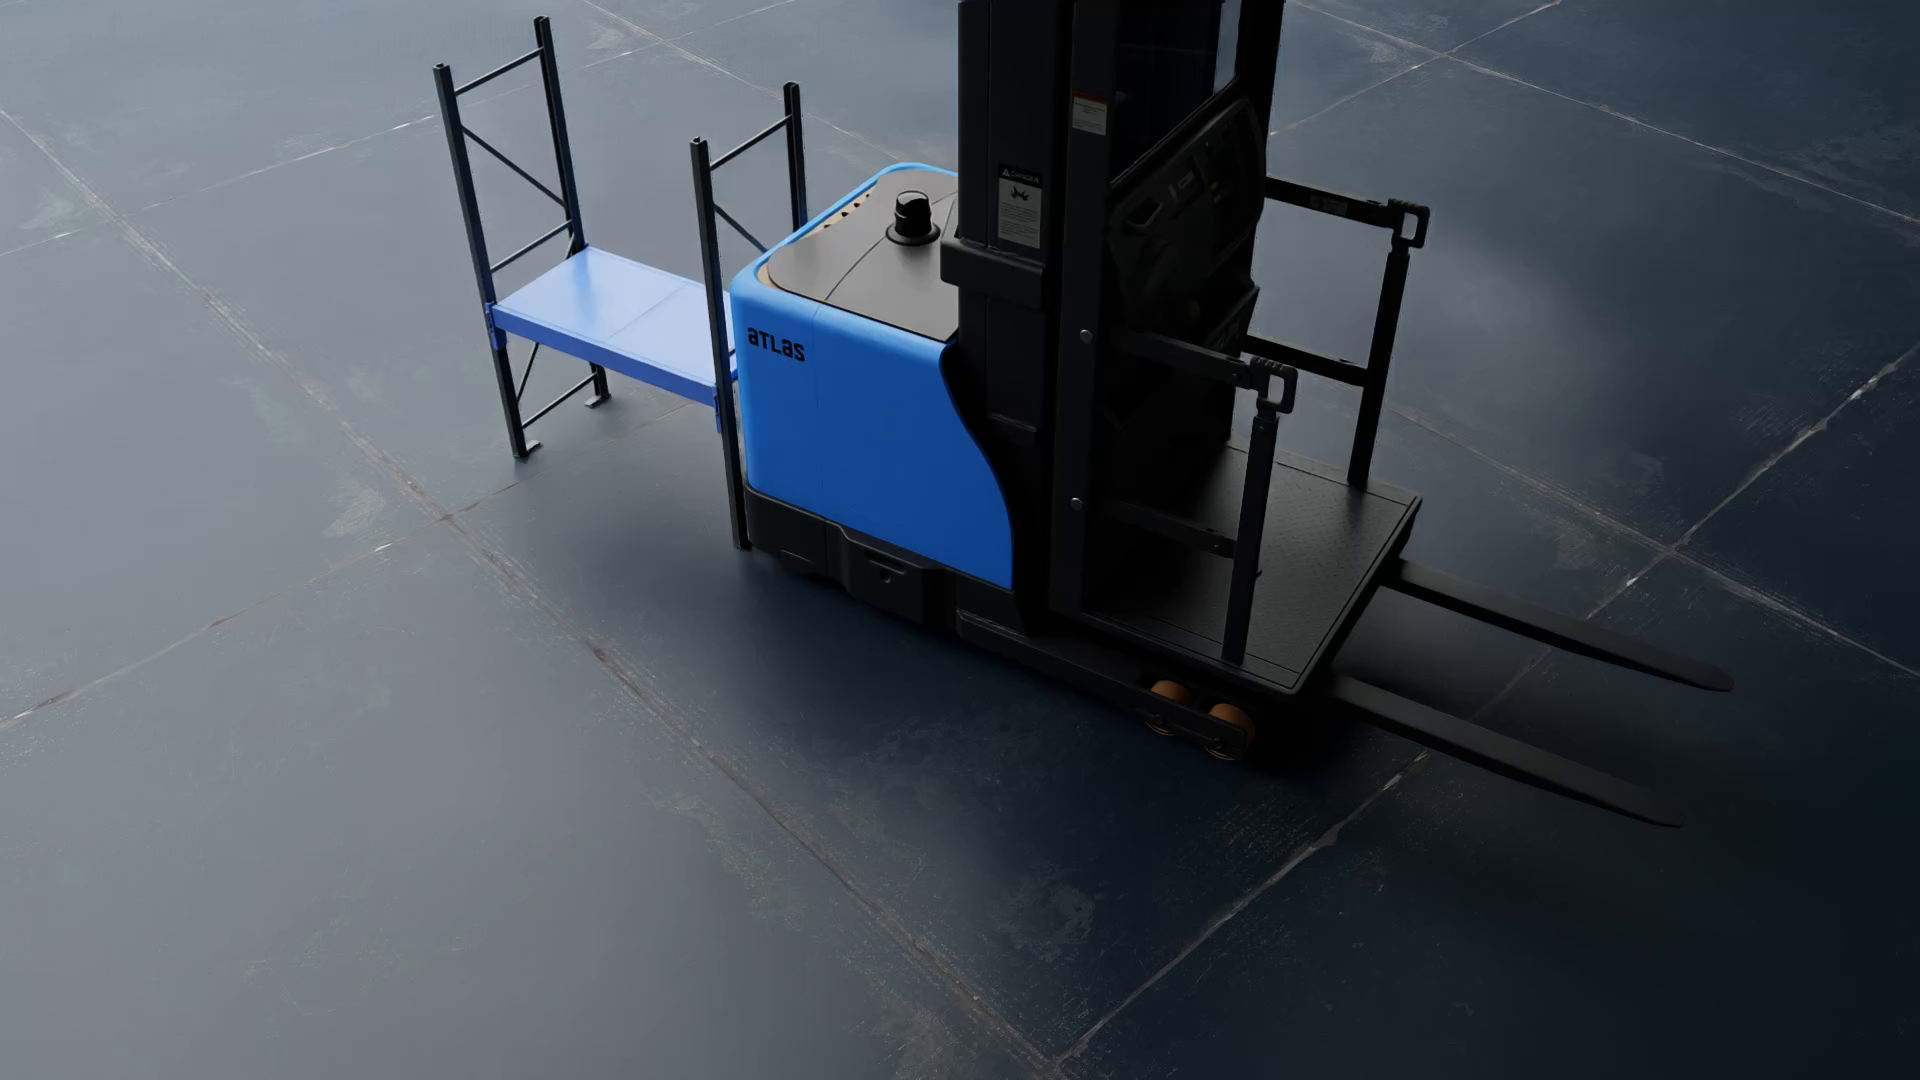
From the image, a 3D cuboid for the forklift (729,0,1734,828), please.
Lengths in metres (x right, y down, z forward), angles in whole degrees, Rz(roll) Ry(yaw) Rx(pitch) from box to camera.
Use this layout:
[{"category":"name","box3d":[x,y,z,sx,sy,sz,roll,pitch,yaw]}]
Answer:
[{"category":"forklift","box3d":[0.809,-0.871,4.496,3.031,2.935,1.130,21,43,24]}]

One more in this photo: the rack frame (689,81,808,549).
[{"category":"rack frame","box3d":[-0.636,-0.690,5.411,0.032,1.500,0.500,21,43,24]}]

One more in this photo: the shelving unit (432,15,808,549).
[{"category":"shelving unit","box3d":[-1.071,-0.856,5.616,1.048,1.500,0.538,21,43,24]}]

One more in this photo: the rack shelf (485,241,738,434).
[{"category":"rack shelf","box3d":[-1.071,-0.716,5.729,1.000,0.185,0.538,21,43,24]}]

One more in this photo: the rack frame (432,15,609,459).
[{"category":"rack frame","box3d":[-1.505,-1.022,5.821,0.032,1.500,0.500,21,43,24]}]
